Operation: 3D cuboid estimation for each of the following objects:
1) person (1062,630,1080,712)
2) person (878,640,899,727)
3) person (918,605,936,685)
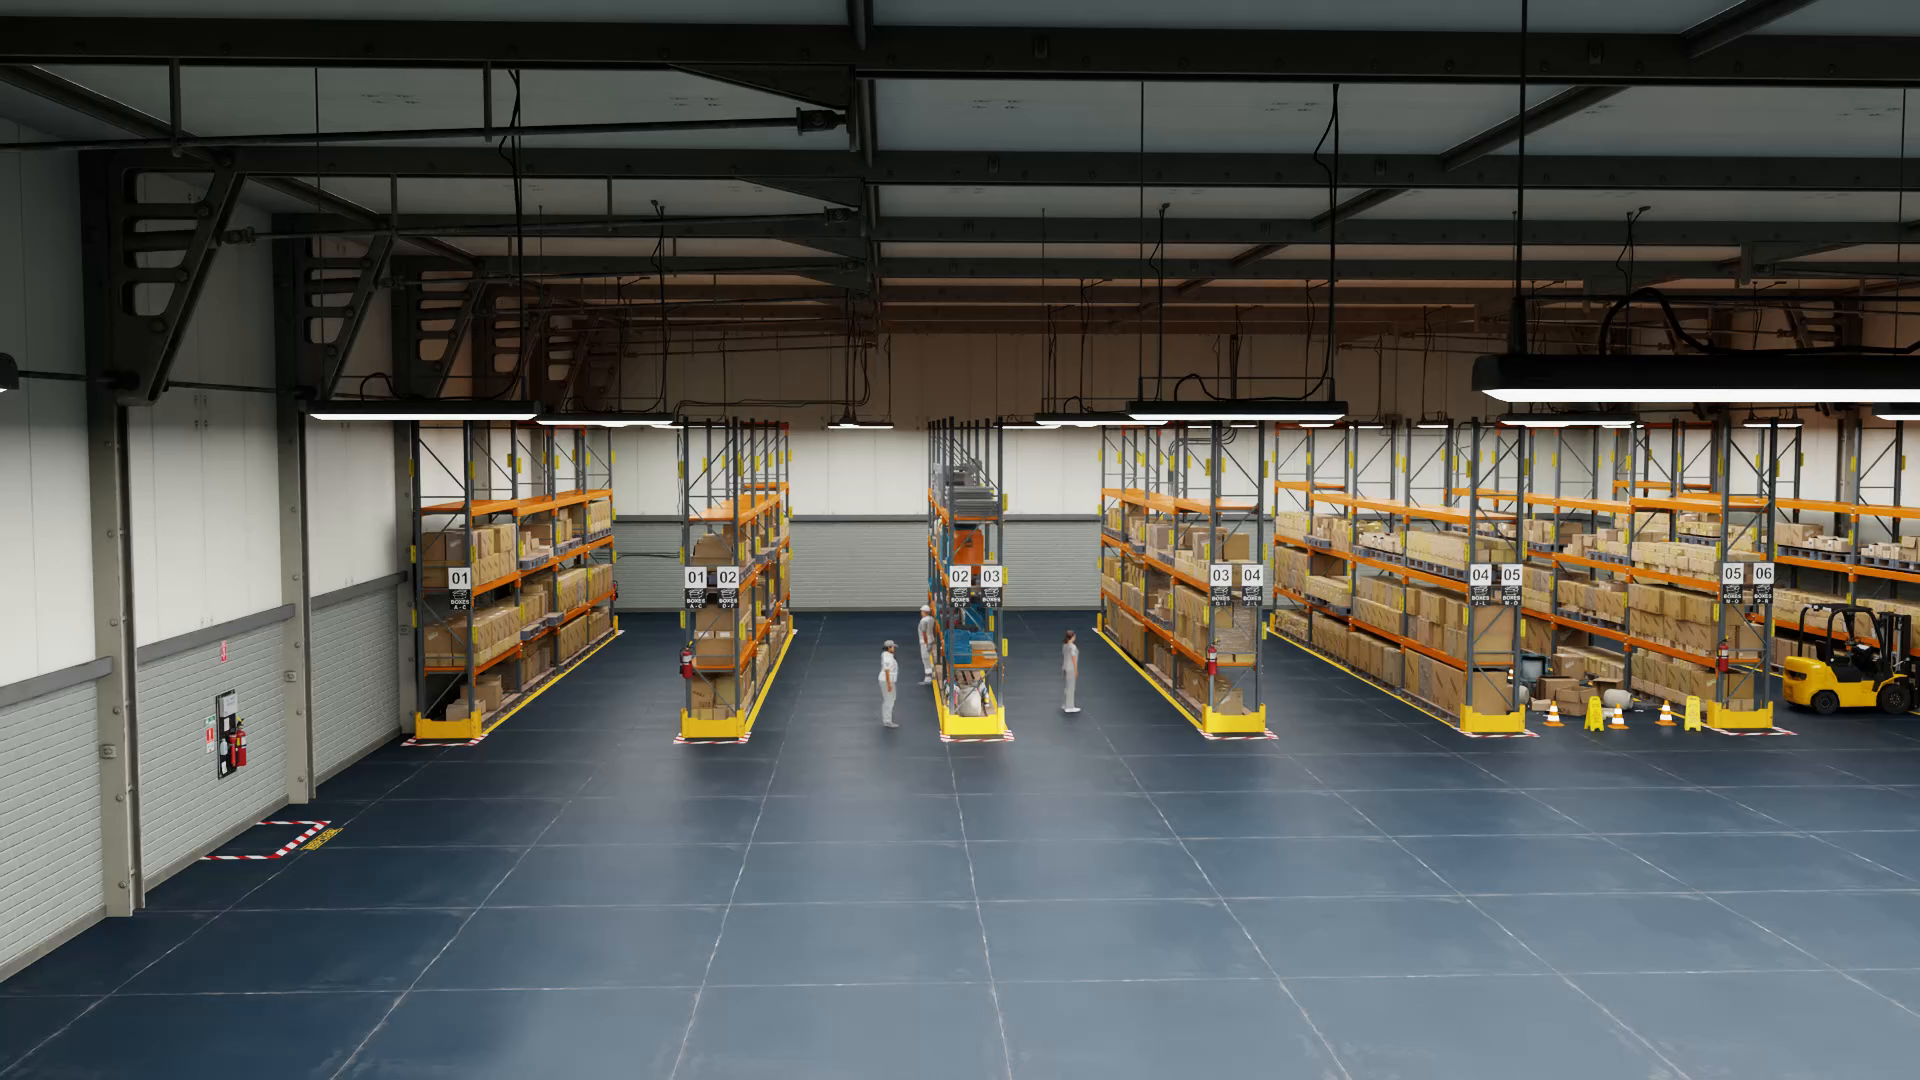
[{"bbox_3d":[2.281,2.692,34.007,0.386,1.714,0.515,-2,4,-23],"label":"person"},{"bbox_3d":[-1.397,2.823,32.411,0.401,1.753,0.546,0,4,-2],"label":"person"},{"bbox_3d":[-0.748,2.357,37.597,0.349,1.792,0.629,1,4,21],"label":"person"}]
